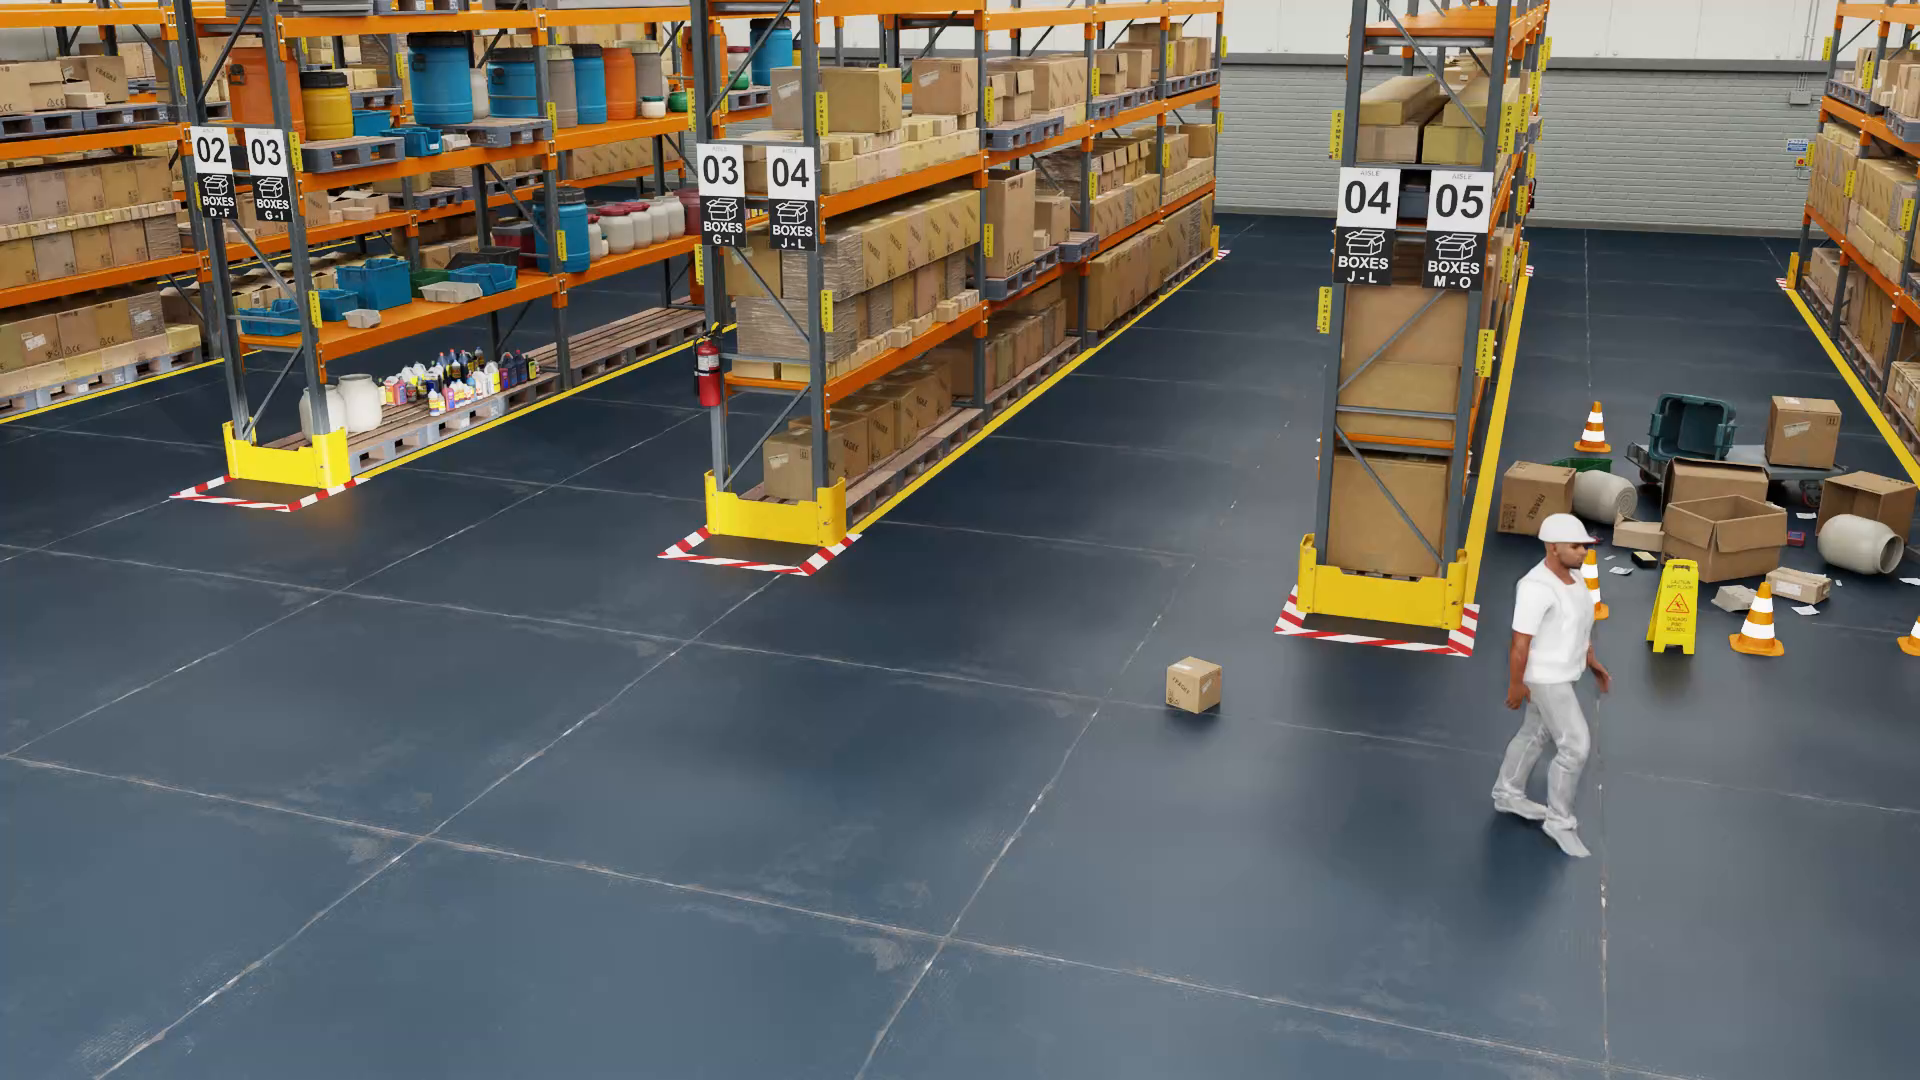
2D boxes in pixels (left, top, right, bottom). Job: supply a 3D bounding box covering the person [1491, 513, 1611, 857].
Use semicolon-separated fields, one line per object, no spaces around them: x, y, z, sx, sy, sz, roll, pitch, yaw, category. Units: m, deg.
3.195;0.753;8.820;0.615;1.829;0.573;13;23;34;person
